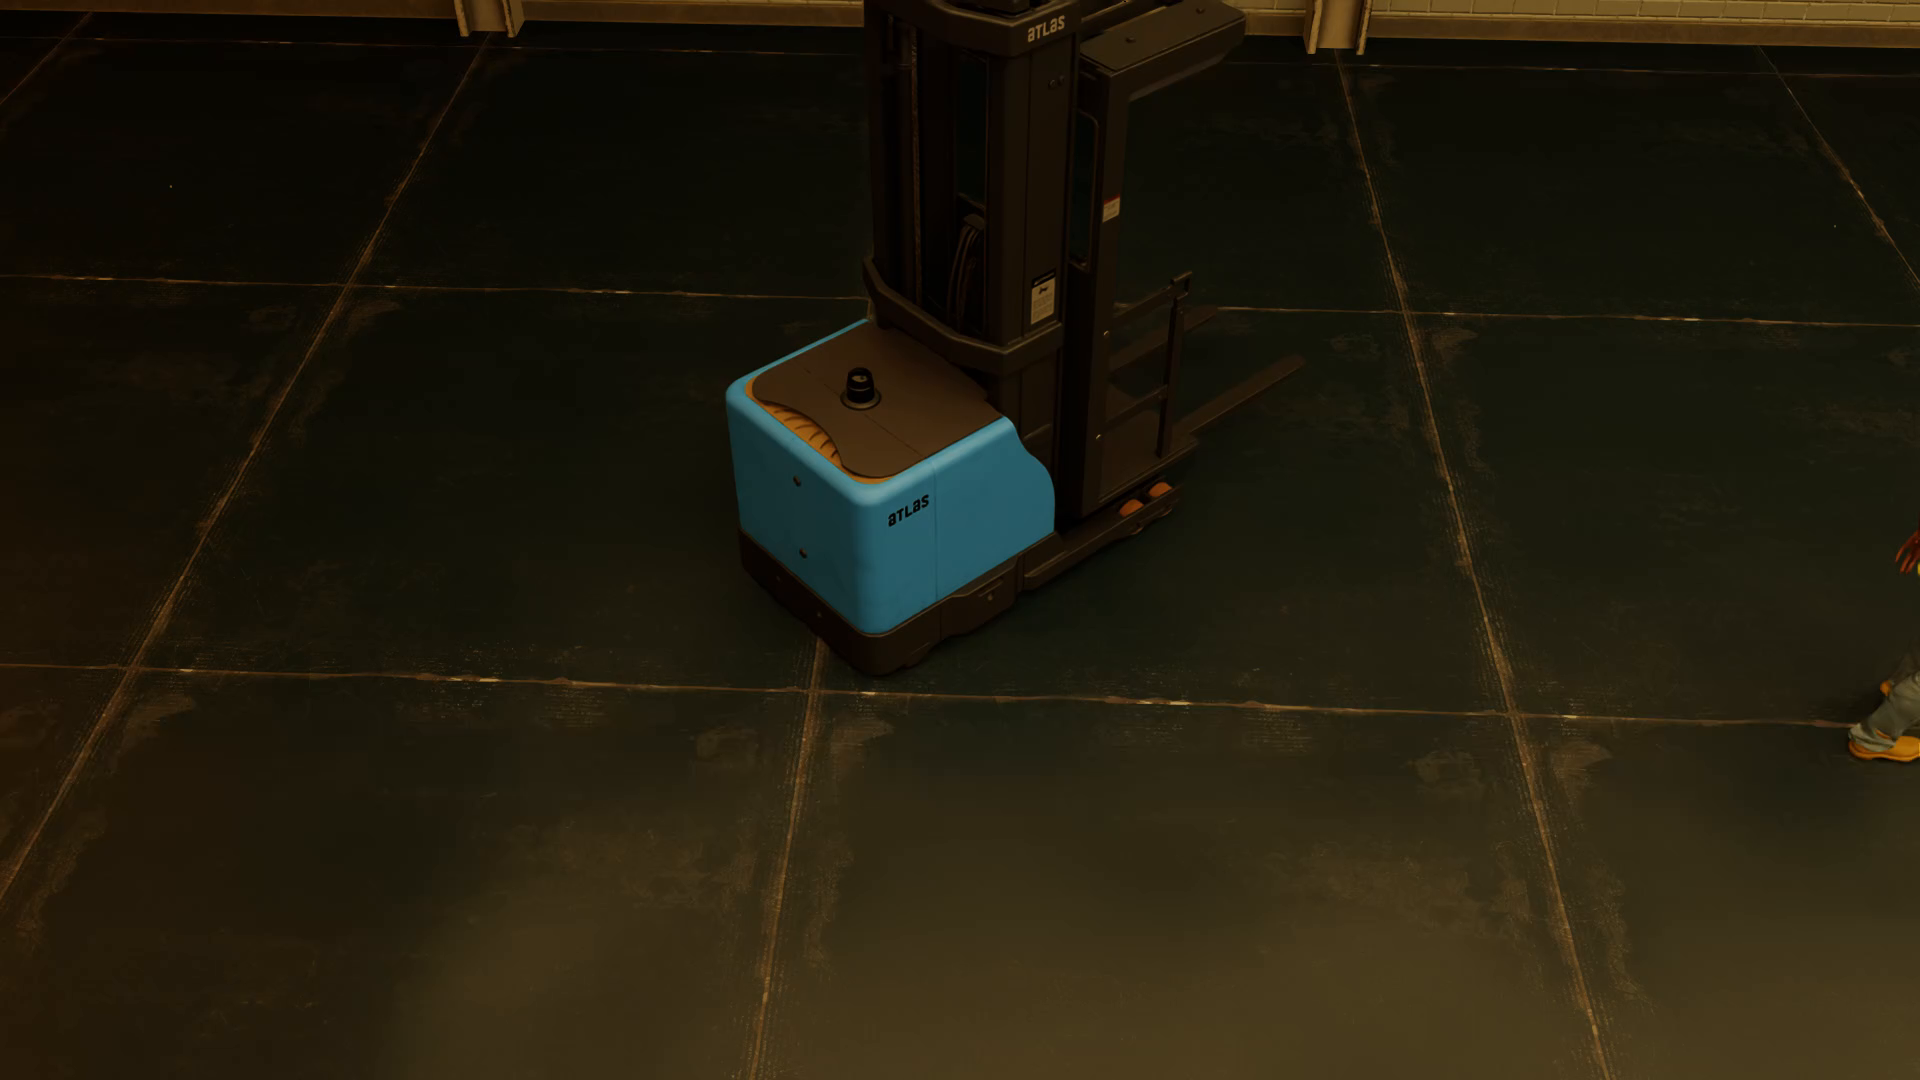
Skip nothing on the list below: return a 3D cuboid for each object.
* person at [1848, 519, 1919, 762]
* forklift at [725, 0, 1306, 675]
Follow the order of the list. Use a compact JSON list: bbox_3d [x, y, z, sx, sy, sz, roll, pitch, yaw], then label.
[{"bbox_3d":[3.947,0.206,6.447,0.517,1.808,0.672,-2,42,-2],"label":"person"},{"bbox_3d":[0.430,-1.351,7.222,3.031,2.935,1.130,-30,50,-29],"label":"forklift"}]
